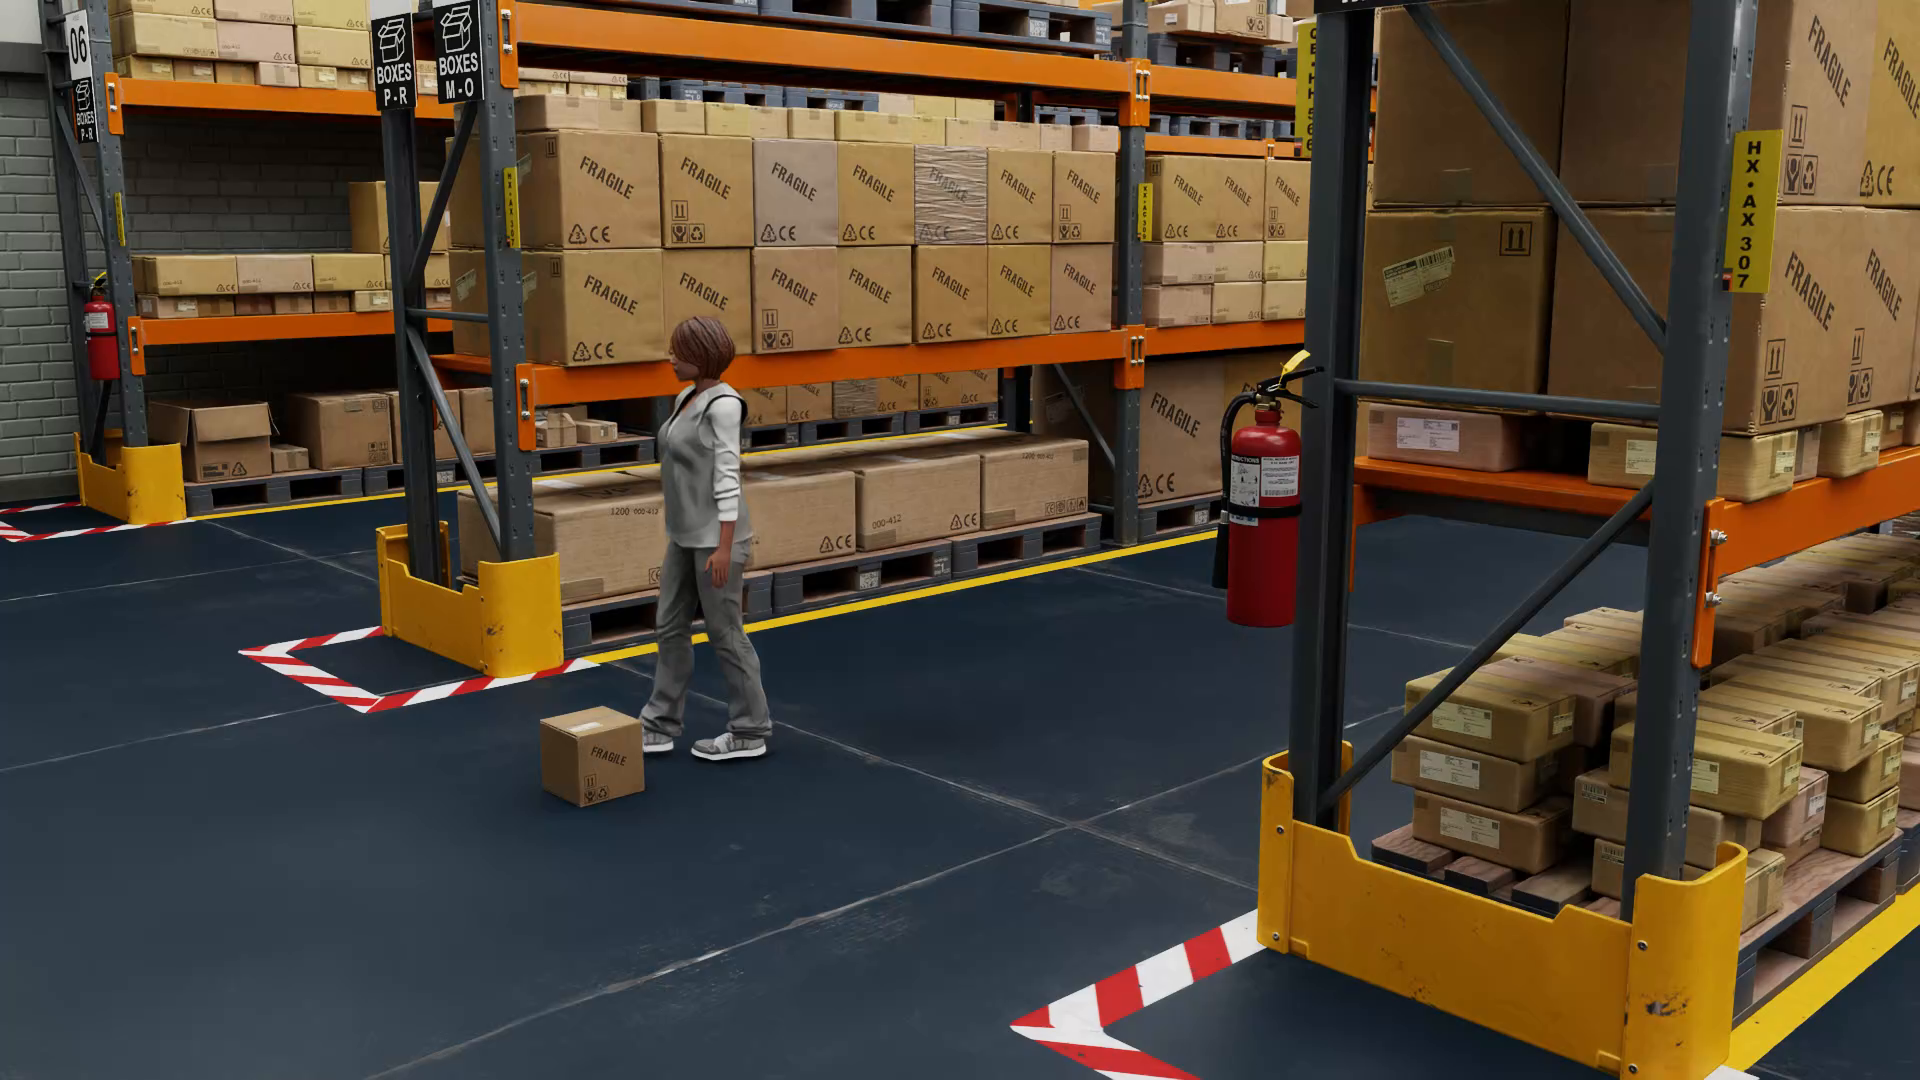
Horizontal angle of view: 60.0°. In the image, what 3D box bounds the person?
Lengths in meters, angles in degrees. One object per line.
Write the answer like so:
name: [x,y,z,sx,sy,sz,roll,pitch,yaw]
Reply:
person: [-0.974,0.014,5.854,0.583,1.592,0.421,-6,12,-27]
